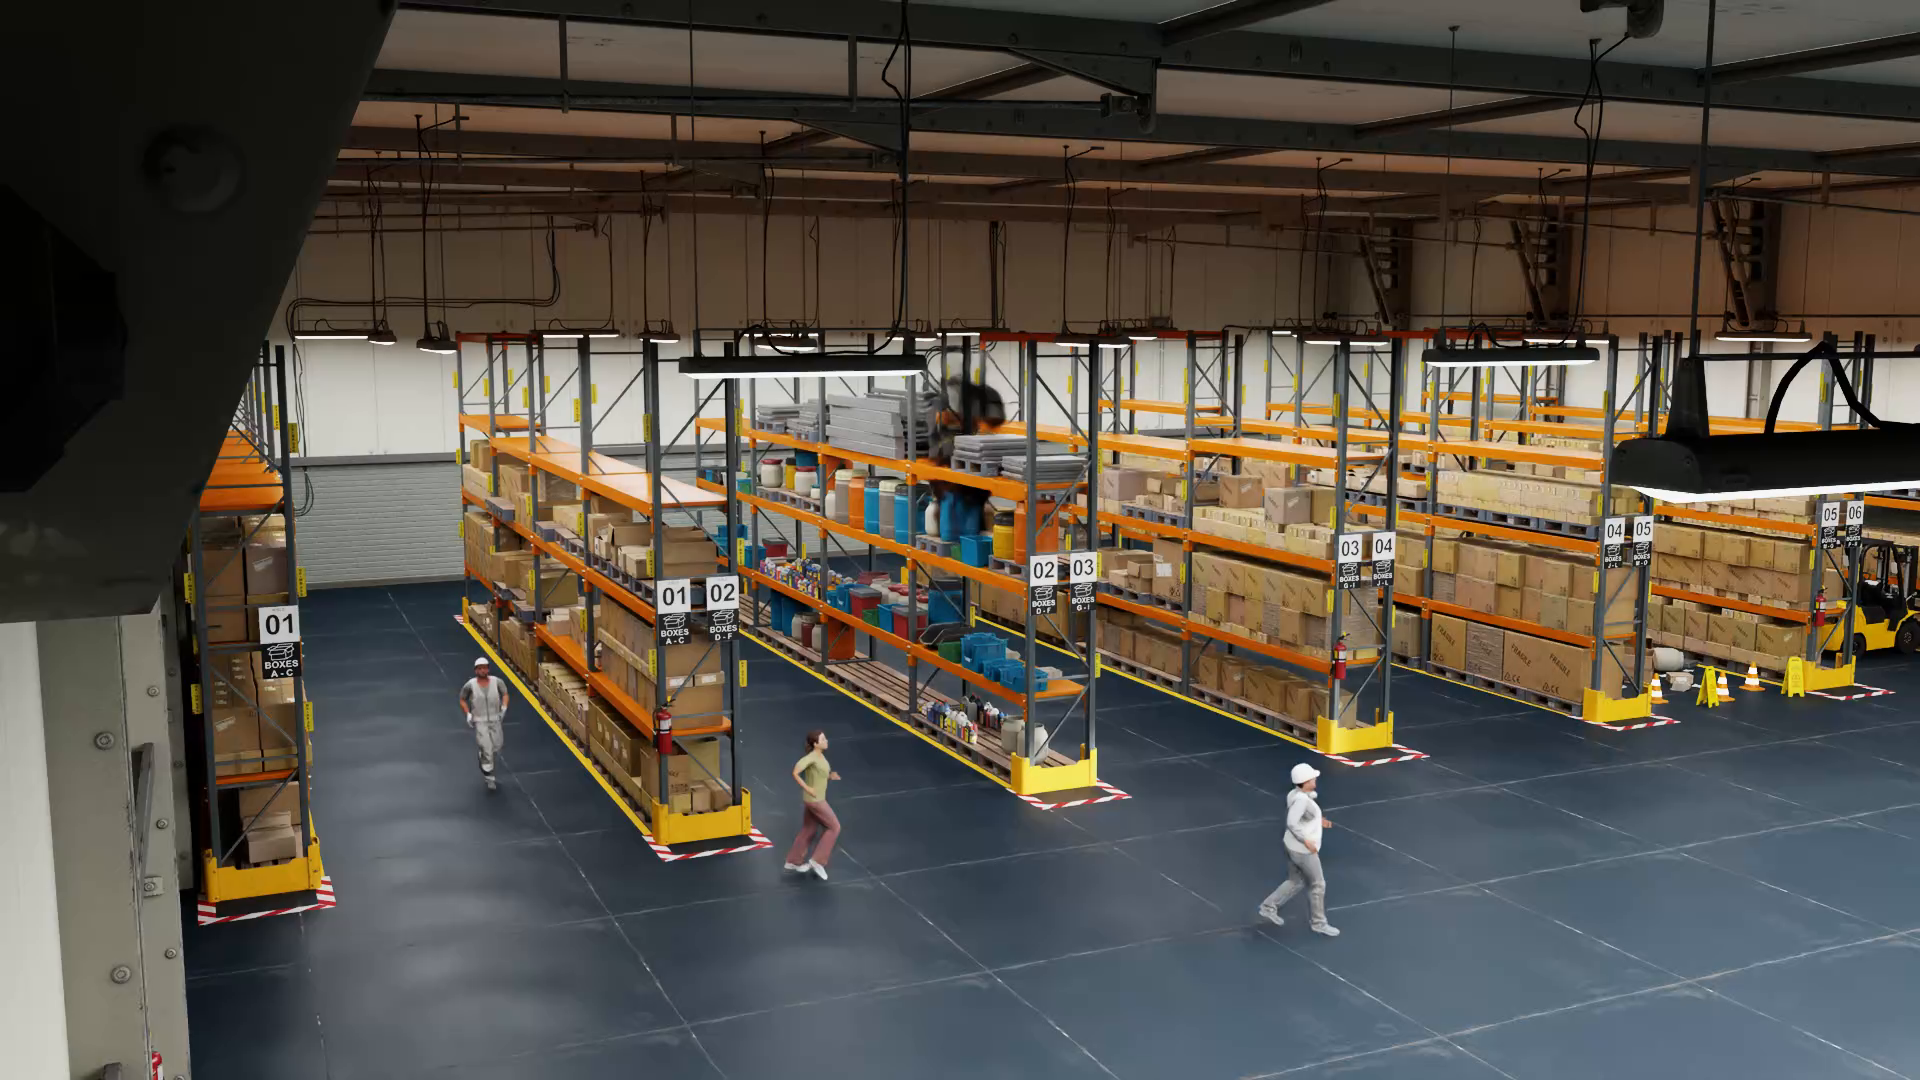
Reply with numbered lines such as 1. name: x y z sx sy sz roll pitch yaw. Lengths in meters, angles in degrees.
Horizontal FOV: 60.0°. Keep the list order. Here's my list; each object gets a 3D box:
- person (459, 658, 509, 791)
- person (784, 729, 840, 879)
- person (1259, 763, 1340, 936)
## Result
1. person: -6.404 2.451 22.459 0.650 1.768 0.722 -4 9 -28
2. person: -1.674 2.980 18.884 0.652 1.697 0.593 0 8 2
3. person: 3.497 3.164 17.034 0.820 1.790 0.661 0 8 -1
